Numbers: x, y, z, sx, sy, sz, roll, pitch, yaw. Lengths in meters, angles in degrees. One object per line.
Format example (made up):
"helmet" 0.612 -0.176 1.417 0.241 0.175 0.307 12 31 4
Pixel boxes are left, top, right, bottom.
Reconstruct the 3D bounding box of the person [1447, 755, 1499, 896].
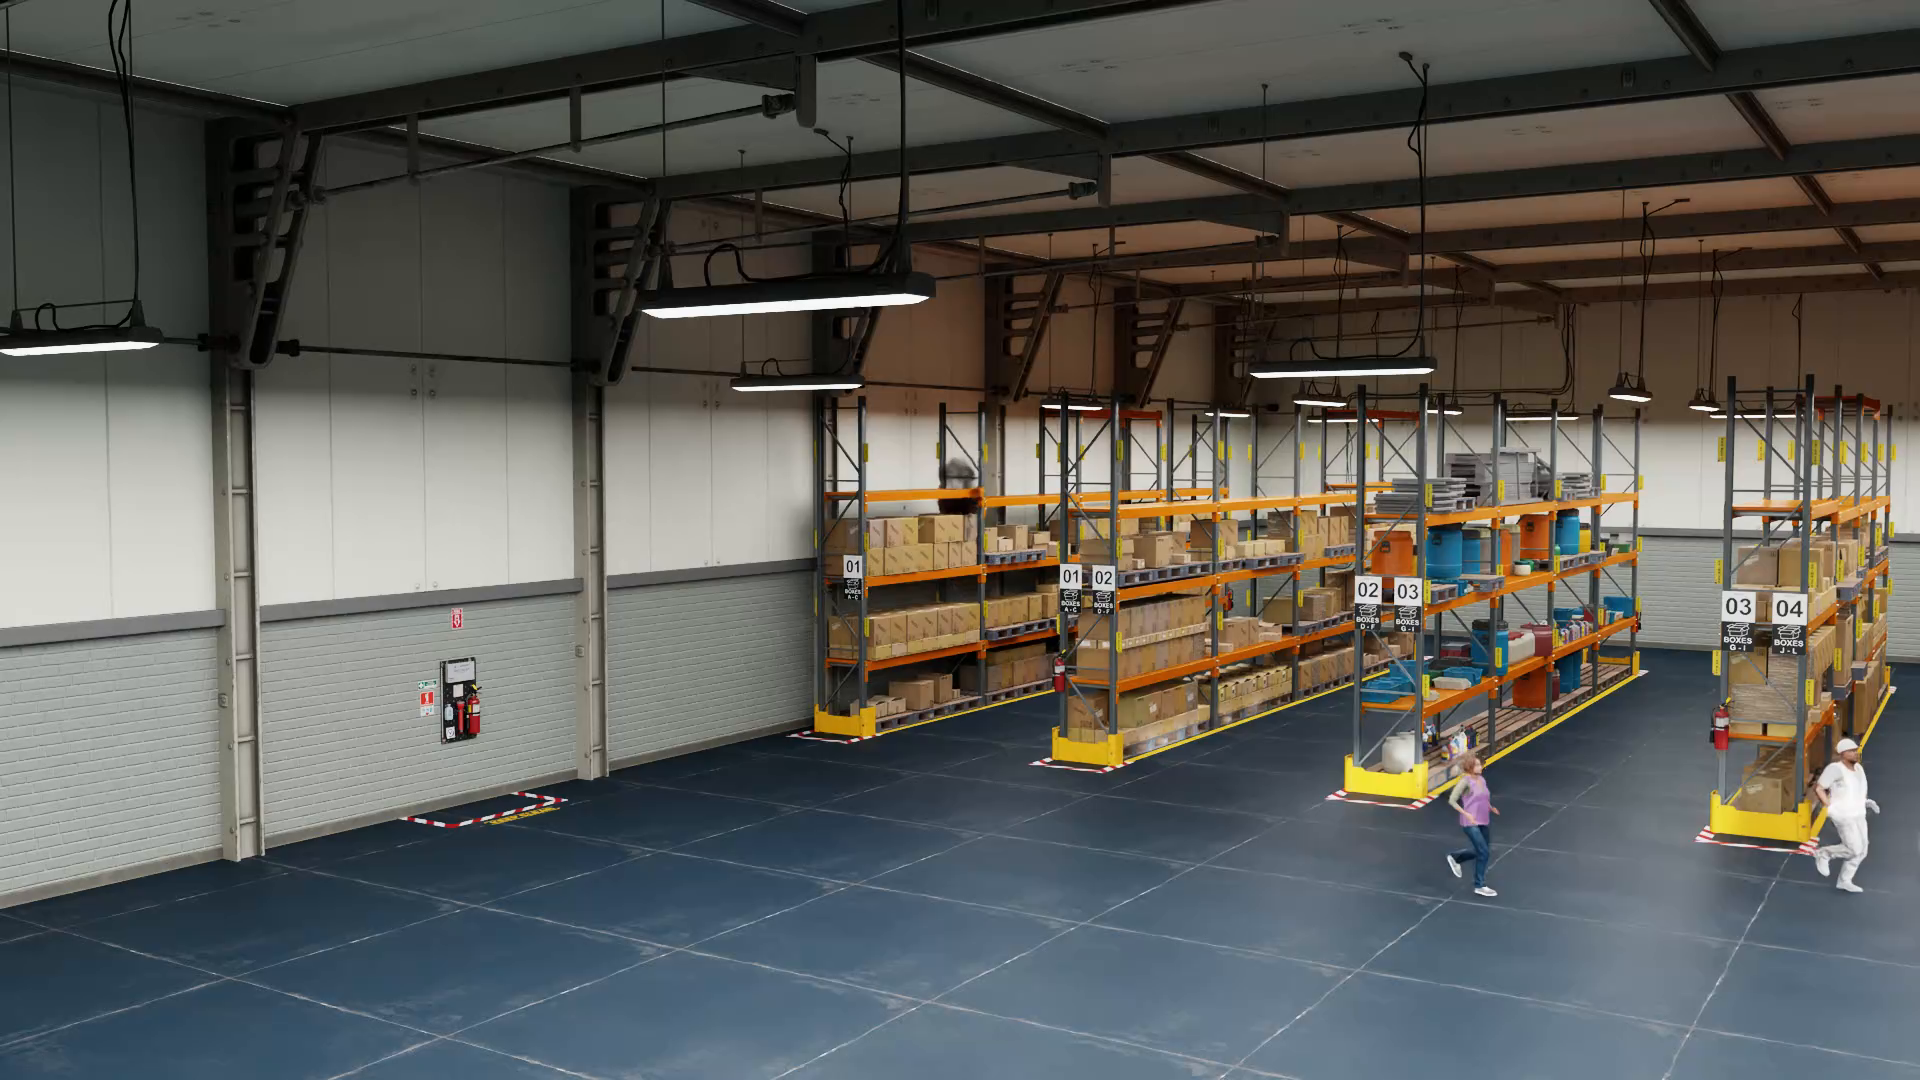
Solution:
"person" 5.813 3.235 18.935 0.544 1.539 0.705 -2 4 -36

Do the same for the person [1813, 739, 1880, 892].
"person" 10.136 3.138 19.025 0.693 1.736 0.605 -2 3 -27
